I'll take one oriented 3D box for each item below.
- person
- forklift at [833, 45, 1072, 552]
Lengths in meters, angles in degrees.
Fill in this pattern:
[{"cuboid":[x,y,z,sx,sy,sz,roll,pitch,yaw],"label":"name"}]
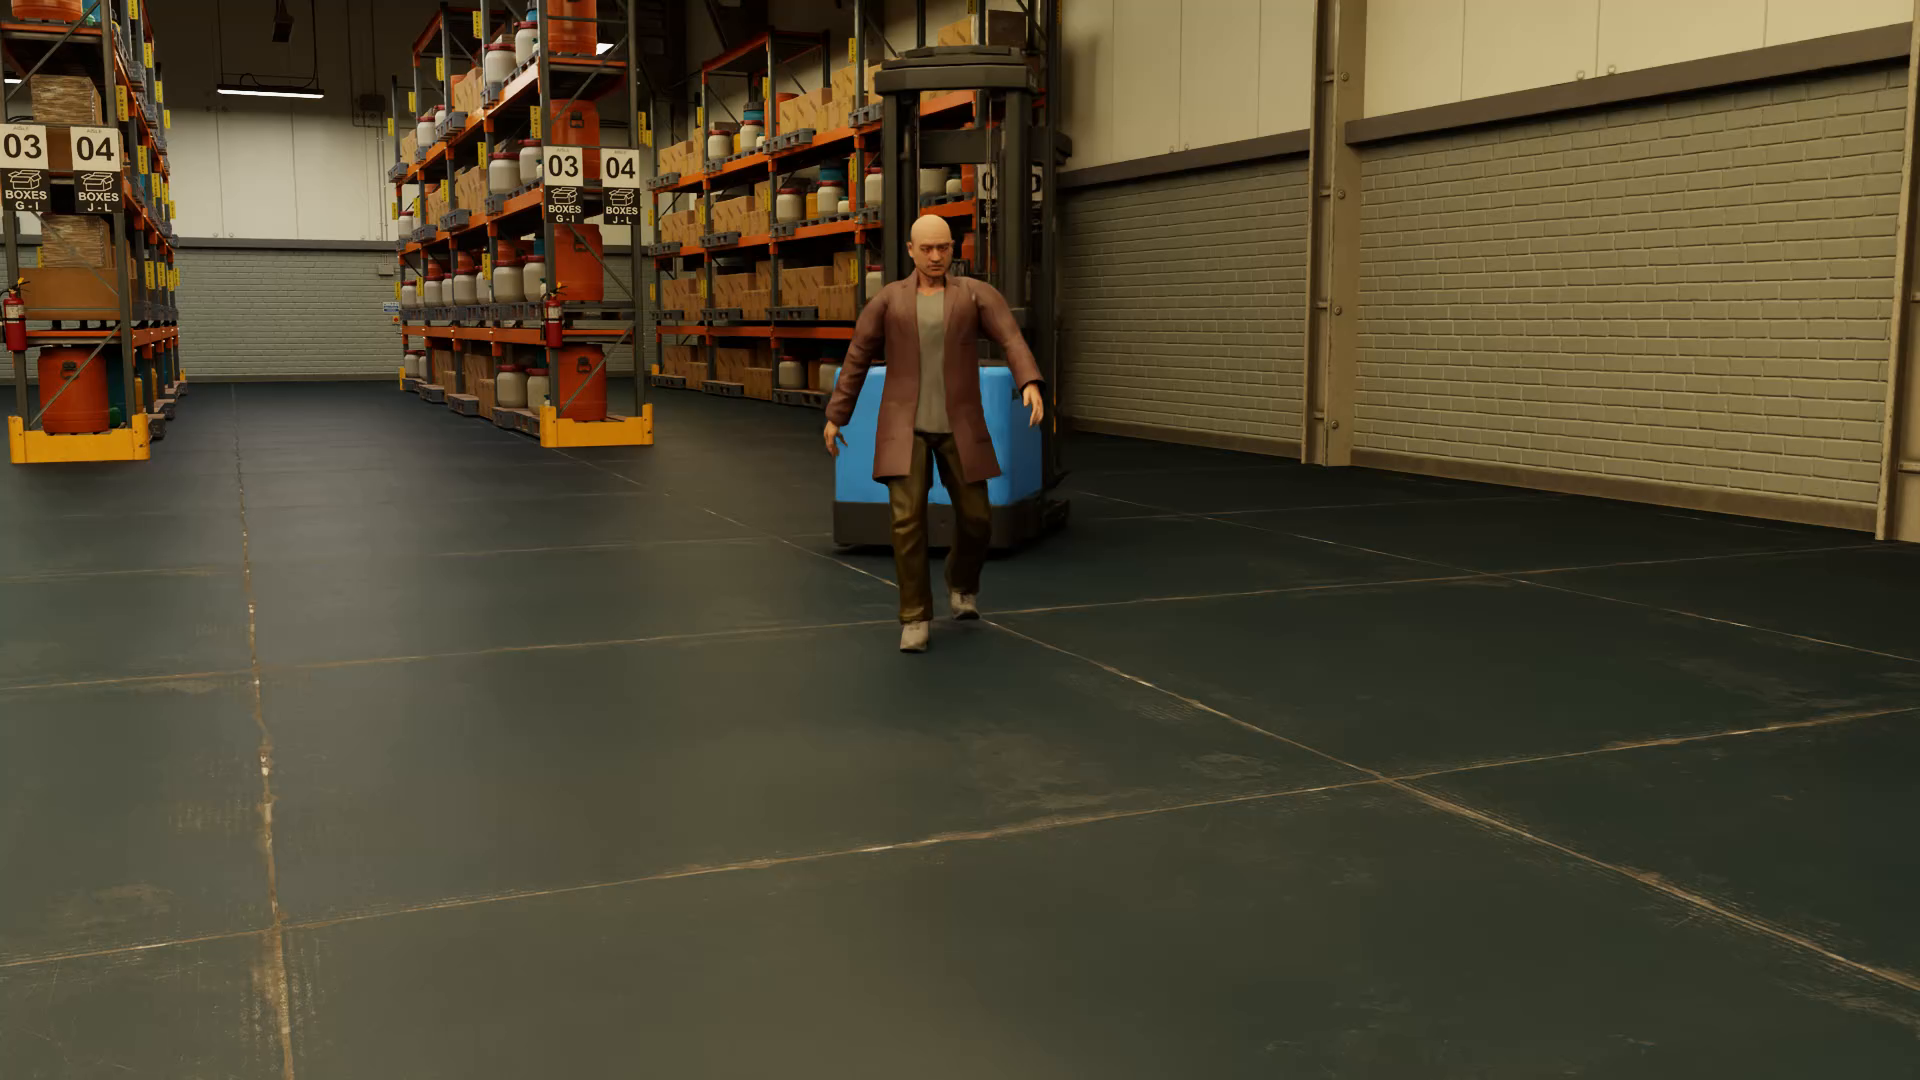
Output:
[{"cuboid":[-0.116,-0.457,6.917,0.913,1.762,0.746,0,8,-2],"label":"person"},{"cuboid":[0.104,-1.538,10.608,1.130,2.935,3.031,2,8,13],"label":"forklift"}]
